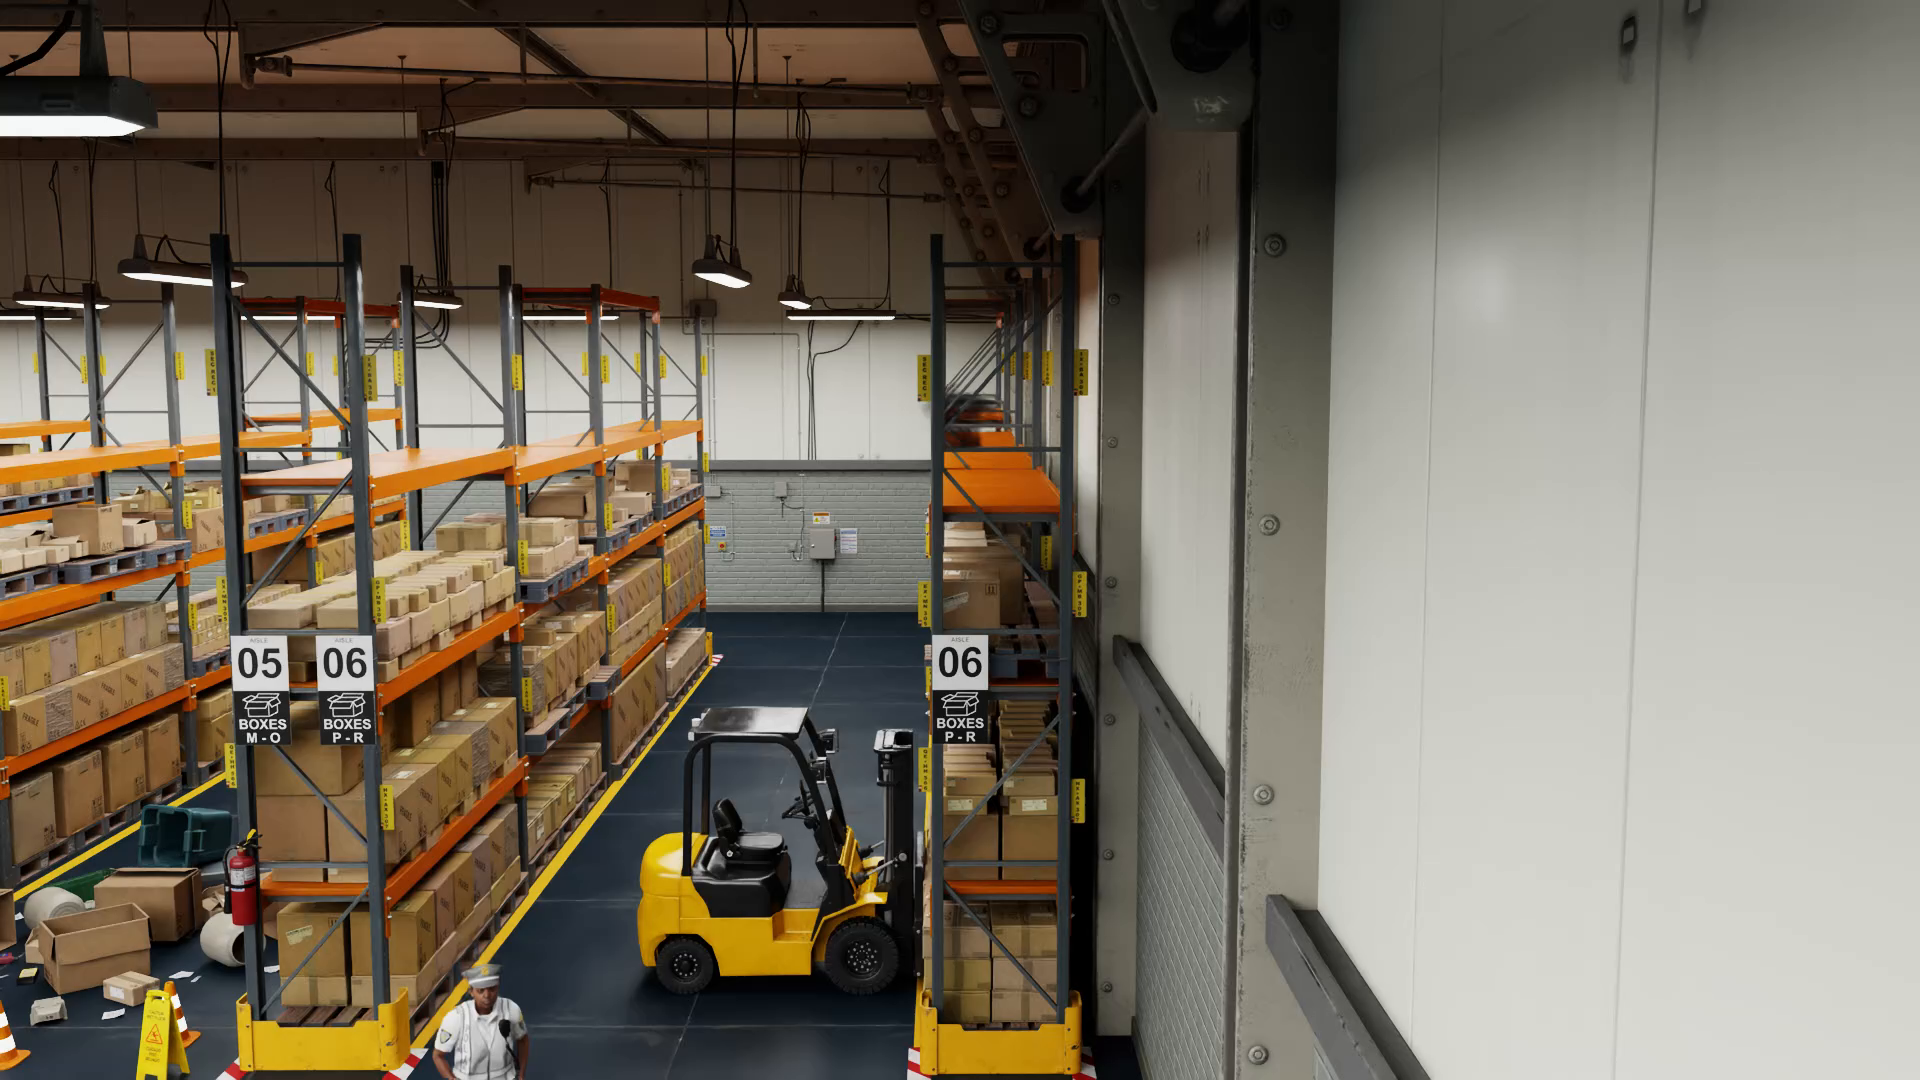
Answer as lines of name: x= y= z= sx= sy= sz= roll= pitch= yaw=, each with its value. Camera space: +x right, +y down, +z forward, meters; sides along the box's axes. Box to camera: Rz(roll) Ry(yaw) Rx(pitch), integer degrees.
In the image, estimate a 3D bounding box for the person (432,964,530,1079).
person: x=-2.871 y=3.269 z=9.994 sx=0.574 sy=1.631 sz=0.600 roll=-3 pitch=7 yaw=-26
